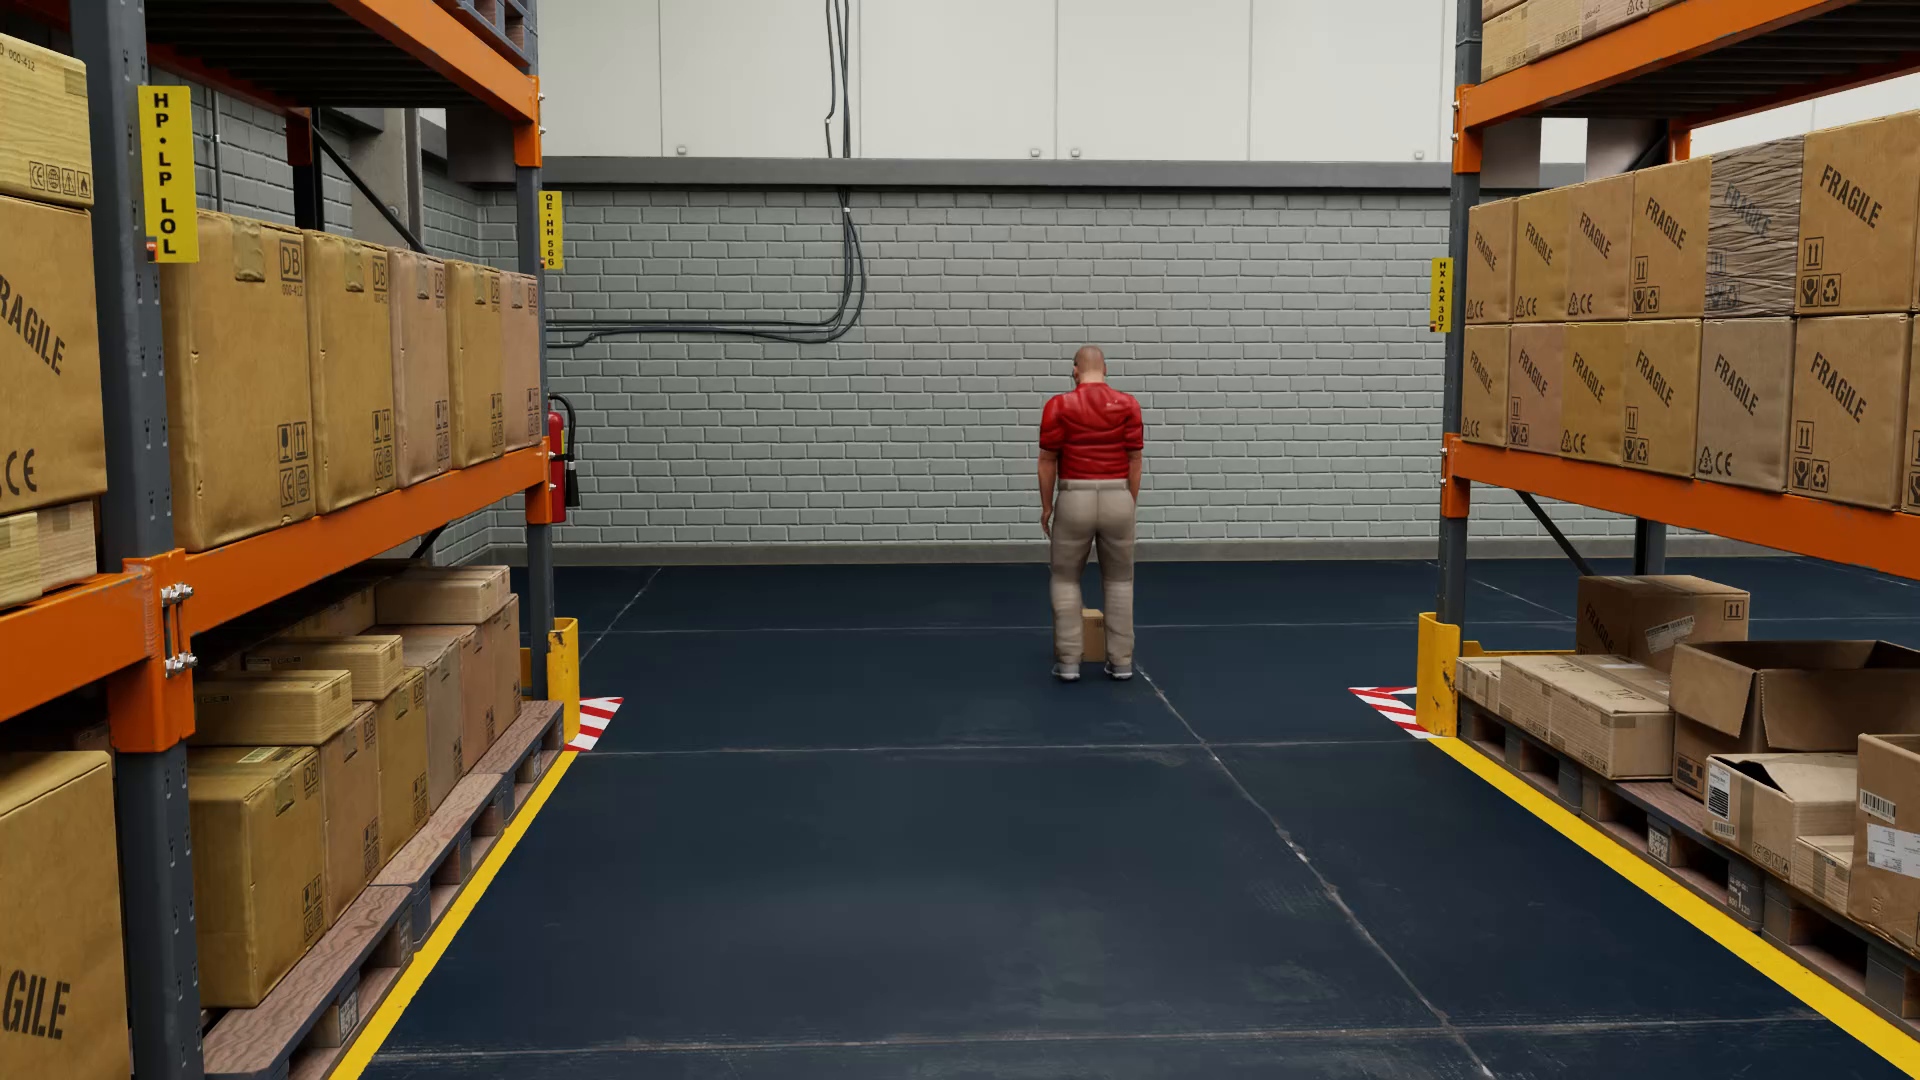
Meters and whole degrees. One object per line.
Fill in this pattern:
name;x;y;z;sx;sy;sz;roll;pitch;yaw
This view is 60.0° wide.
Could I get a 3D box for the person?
person;0.665;-0.133;8.552;0.538;1.715;0.364;0;7;-3
